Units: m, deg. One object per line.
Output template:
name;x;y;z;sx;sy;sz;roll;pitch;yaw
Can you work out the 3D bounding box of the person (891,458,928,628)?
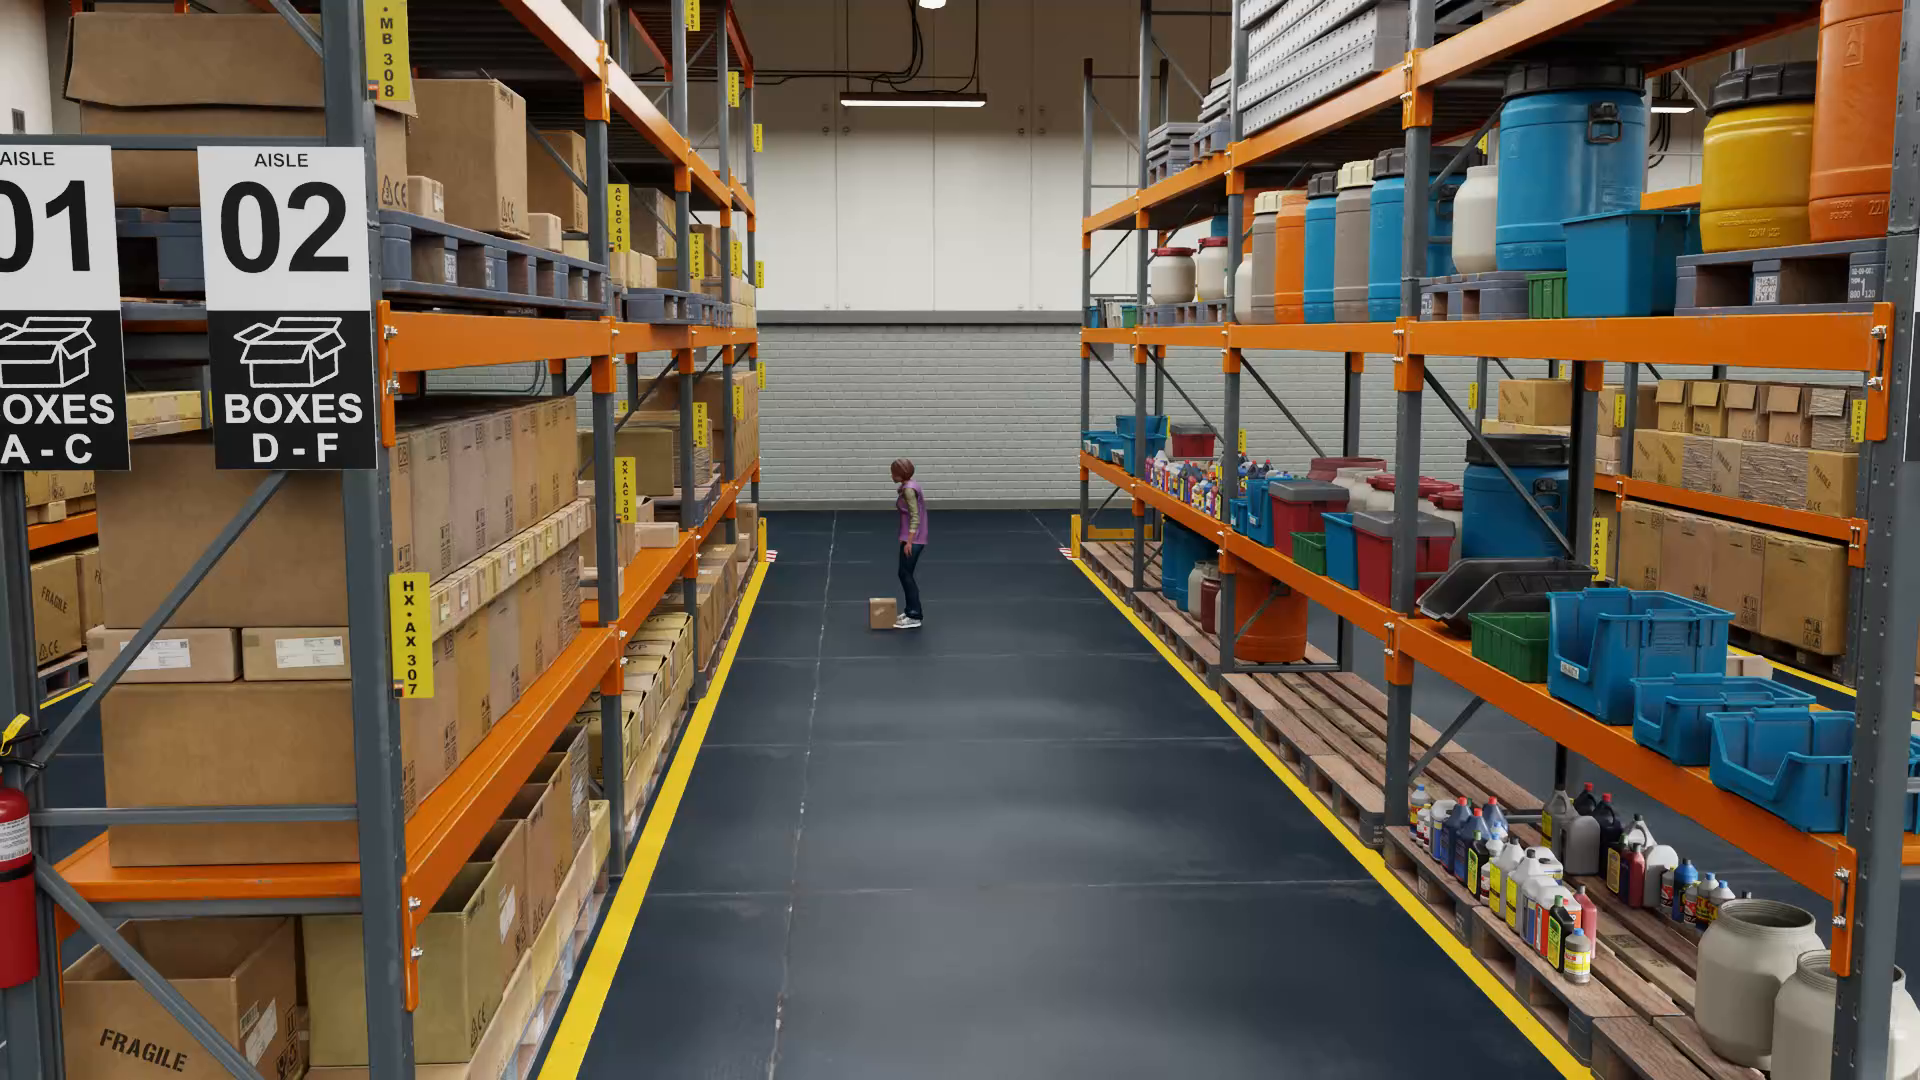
person;-0.481;0.023;15.626;0.345;1.591;0.478;-1;7;-7
